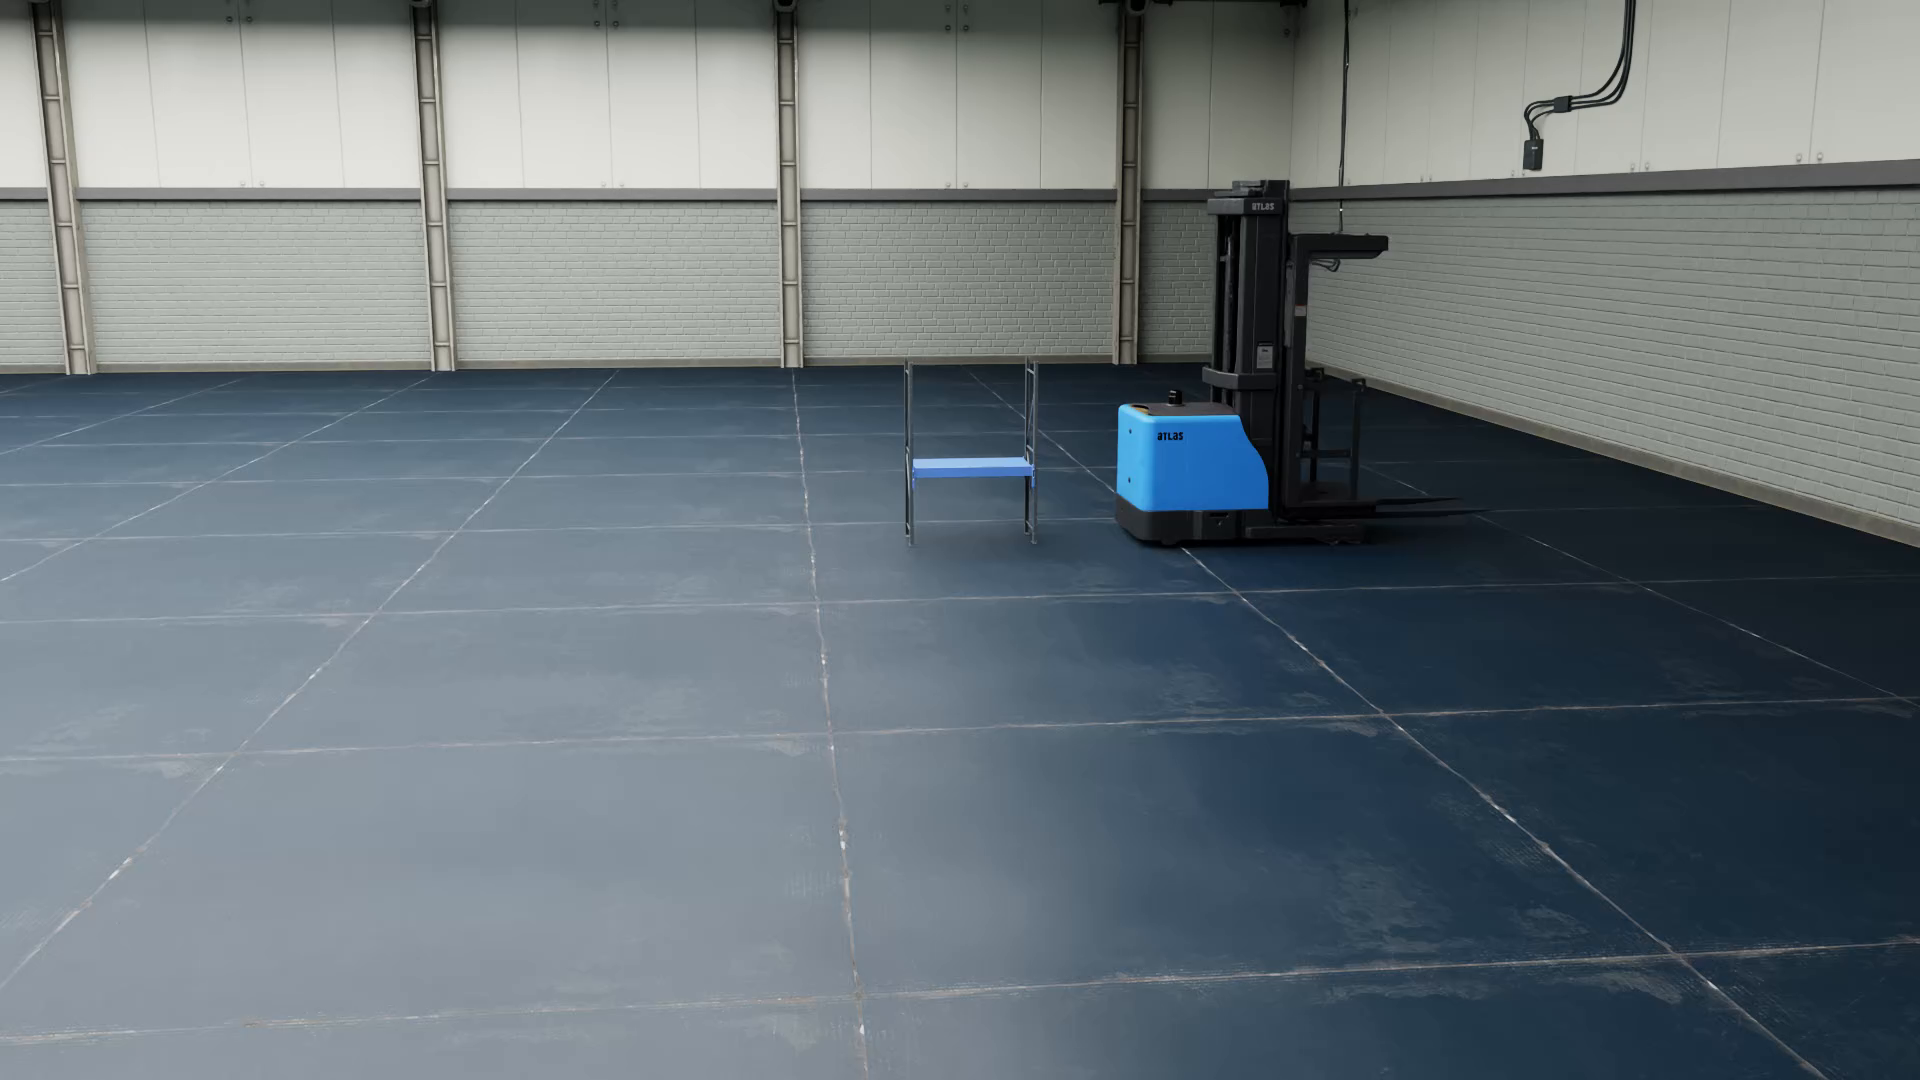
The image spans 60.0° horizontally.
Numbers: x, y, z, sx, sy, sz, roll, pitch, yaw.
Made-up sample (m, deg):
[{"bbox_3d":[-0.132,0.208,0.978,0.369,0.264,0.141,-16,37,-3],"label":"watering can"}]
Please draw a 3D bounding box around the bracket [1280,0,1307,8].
[{"bbox_3d":[5.791,-9.373,28.885,0.430,0.232,0.235,-1,11,-6],"label":"bracket"}]

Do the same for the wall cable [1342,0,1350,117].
[{"bbox_3d":[6.348,-7.860,25.479,0.112,2.526,3.097,-1,11,-6],"label":"wall cable"}]

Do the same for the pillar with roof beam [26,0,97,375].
[{"bbox_3d":[-14.446,-6.416,23.177,0.548,9.000,9.100,-1,11,-6],"label":"pillar with roof beam"}]

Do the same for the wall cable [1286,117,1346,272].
[{"bbox_3d":[6.056,-5.901,28.605,0.112,2.526,3.097,-1,11,-6],"label":"wall cable"}]

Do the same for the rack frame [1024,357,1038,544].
[{"bbox_3d":[0.590,-0.748,13.786,0.032,1.500,0.500,-1,11,-6],"label":"rack frame"}]

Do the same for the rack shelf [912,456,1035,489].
[{"bbox_3d":[0.085,-0.561,13.767,1.000,0.185,0.538,-1,11,-6],"label":"rack shelf"}]

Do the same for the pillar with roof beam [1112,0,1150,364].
[{"bbox_3d":[3.449,-6.791,25.084,0.548,9.000,9.100,-1,11,-6],"label":"pillar with roof beam"}]

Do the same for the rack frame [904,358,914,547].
[{"bbox_3d":[-0.421,-0.727,13.679,0.032,1.500,0.500,-1,11,-6],"label":"rack frame"}]

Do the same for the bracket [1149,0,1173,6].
[{"bbox_3d":[3.435,-9.323,28.634,0.430,0.232,0.235,-1,11,-6],"label":"bracket"}]

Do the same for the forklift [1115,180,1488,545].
[{"bbox_3d":[2.898,-1.497,13.886,3.031,2.935,1.130,-1,11,-7],"label":"forklift"}]

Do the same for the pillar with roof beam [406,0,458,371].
[{"bbox_3d":[-8.481,-6.541,23.812,0.548,9.000,9.100,-1,11,-6],"label":"pillar with roof beam"}]

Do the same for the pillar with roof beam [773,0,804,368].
[{"bbox_3d":[-2.516,-6.666,24.448,0.548,9.000,9.100,-1,11,-6],"label":"pillar with roof beam"}]

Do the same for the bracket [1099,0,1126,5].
[{"bbox_3d":[2.610,-9.306,28.546,0.430,0.232,0.235,-1,11,-6],"label":"bracket"}]

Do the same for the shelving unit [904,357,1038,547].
[{"bbox_3d":[0.085,-0.738,13.732,1.048,1.500,0.538,-1,11,-6],"label":"shelving unit"}]

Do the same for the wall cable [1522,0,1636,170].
[{"bbox_3d":[7.065,-7.272,18.715,0.169,6.003,2.305,-1,11,-6],"label":"wall cable"}]

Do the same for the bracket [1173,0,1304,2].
[{"bbox_3d":[5.204,-9.361,28.822,3.189,0.066,0.076,-1,11,-6],"label":"bracket"}]
